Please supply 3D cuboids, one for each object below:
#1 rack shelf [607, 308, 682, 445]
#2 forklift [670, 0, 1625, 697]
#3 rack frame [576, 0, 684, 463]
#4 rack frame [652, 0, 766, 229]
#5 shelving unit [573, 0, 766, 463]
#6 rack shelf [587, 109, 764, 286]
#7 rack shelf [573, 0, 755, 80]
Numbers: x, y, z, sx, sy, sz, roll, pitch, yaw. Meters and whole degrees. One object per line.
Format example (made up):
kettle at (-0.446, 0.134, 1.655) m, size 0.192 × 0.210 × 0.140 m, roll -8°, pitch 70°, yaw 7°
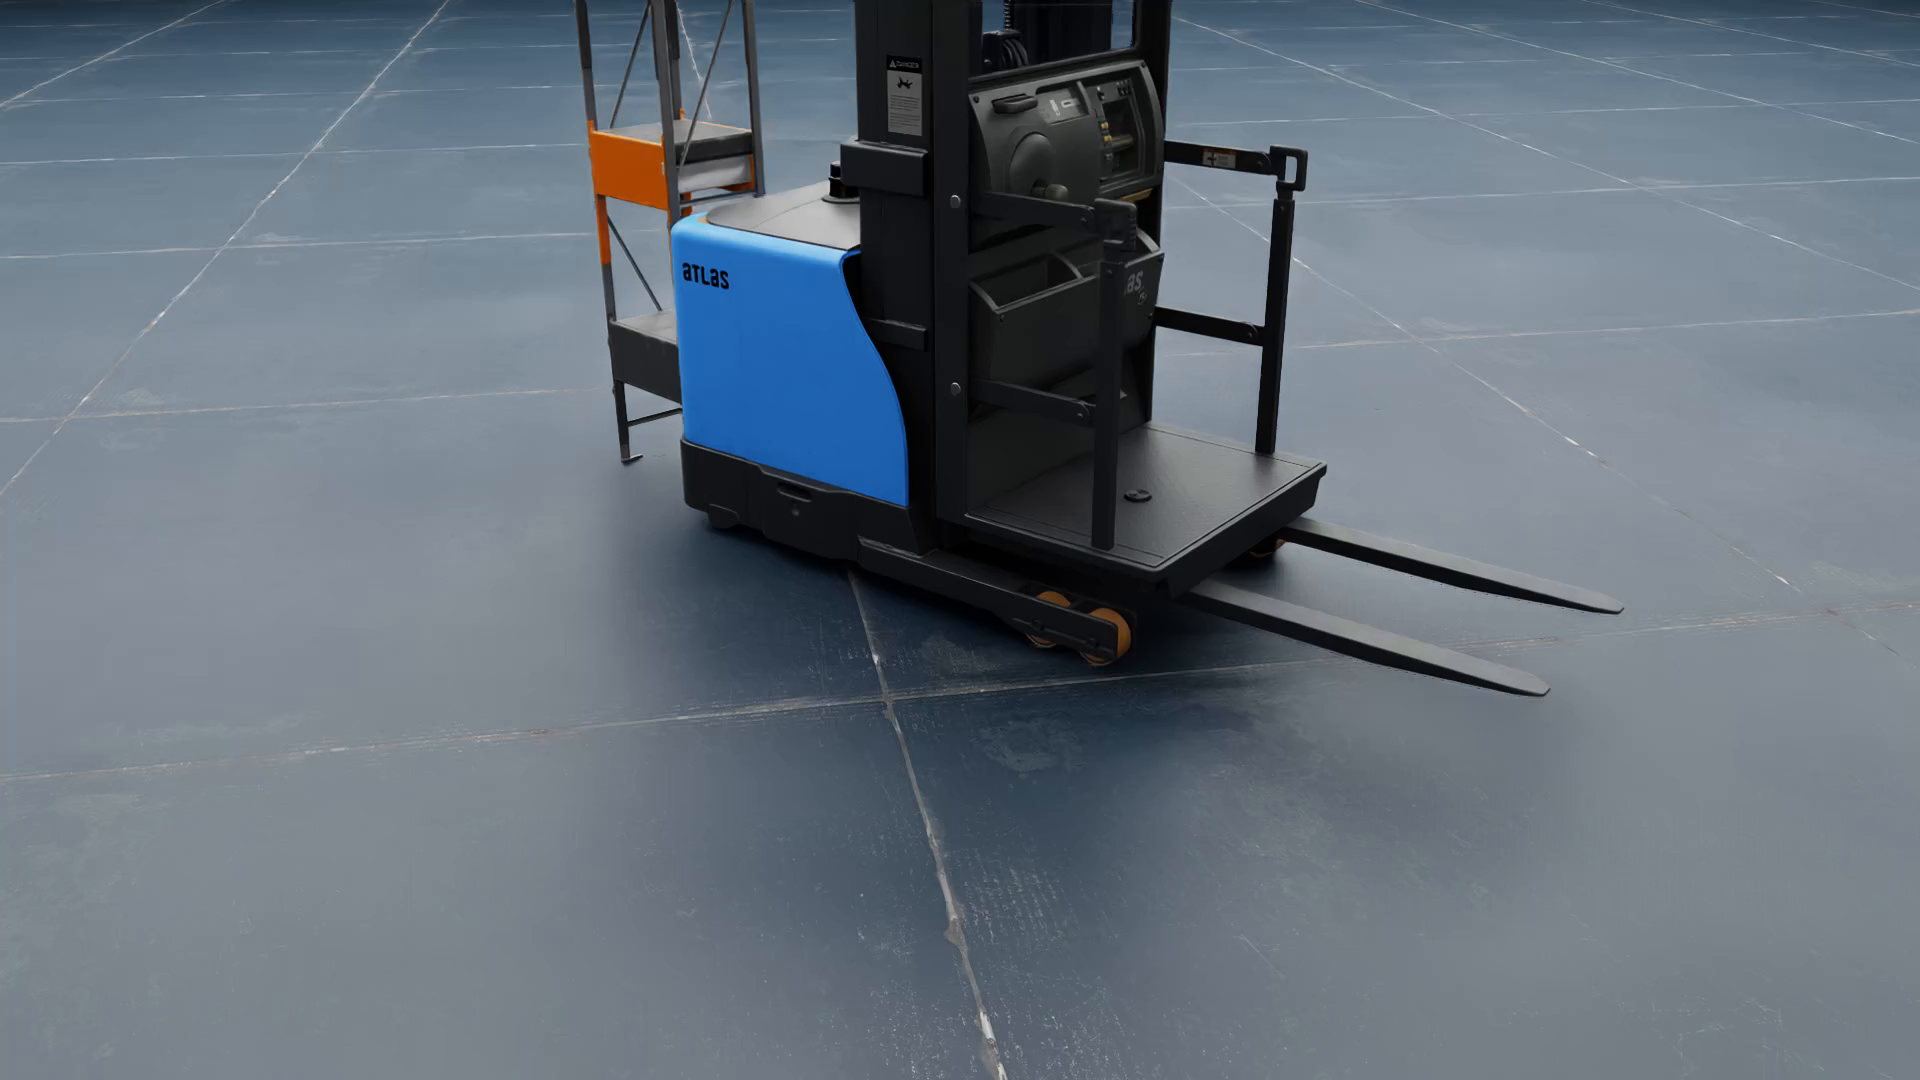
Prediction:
rack shelf at (-1.001, -0.600, 6.266) m, size 0.431 × 0.518 × 0.480 m, roll -20°, pitch 29°, yaw -39°
forklift at (0.501, -1.213, 4.865) m, size 3.031 × 2.935 × 1.130 m, roll 17°, pitch 29°, yaw 34°
rack frame at (-1.180, -1.325, 6.159) m, size 0.400 × 2.100 × 0.015 m, roll -20°, pitch 29°, yaw -39°
rack frame at (-0.847, -1.193, 5.827) m, size 0.400 × 2.100 × 0.015 m, roll -20°, pitch 29°, yaw -39°
shelving unit at (-1.013, -1.259, 5.993) m, size 0.431 × 2.100 × 0.503 m, roll -20°, pitch 29°, yaw -39°
rack shelf at (-1.013, -1.246, 5.998) m, size 0.431 × 0.518 × 0.480 m, roll -20°, pitch 29°, yaw -39°
rack shelf at (-1.025, -1.893, 5.730) m, size 0.431 × 0.518 × 0.480 m, roll -20°, pitch 29°, yaw -39°
